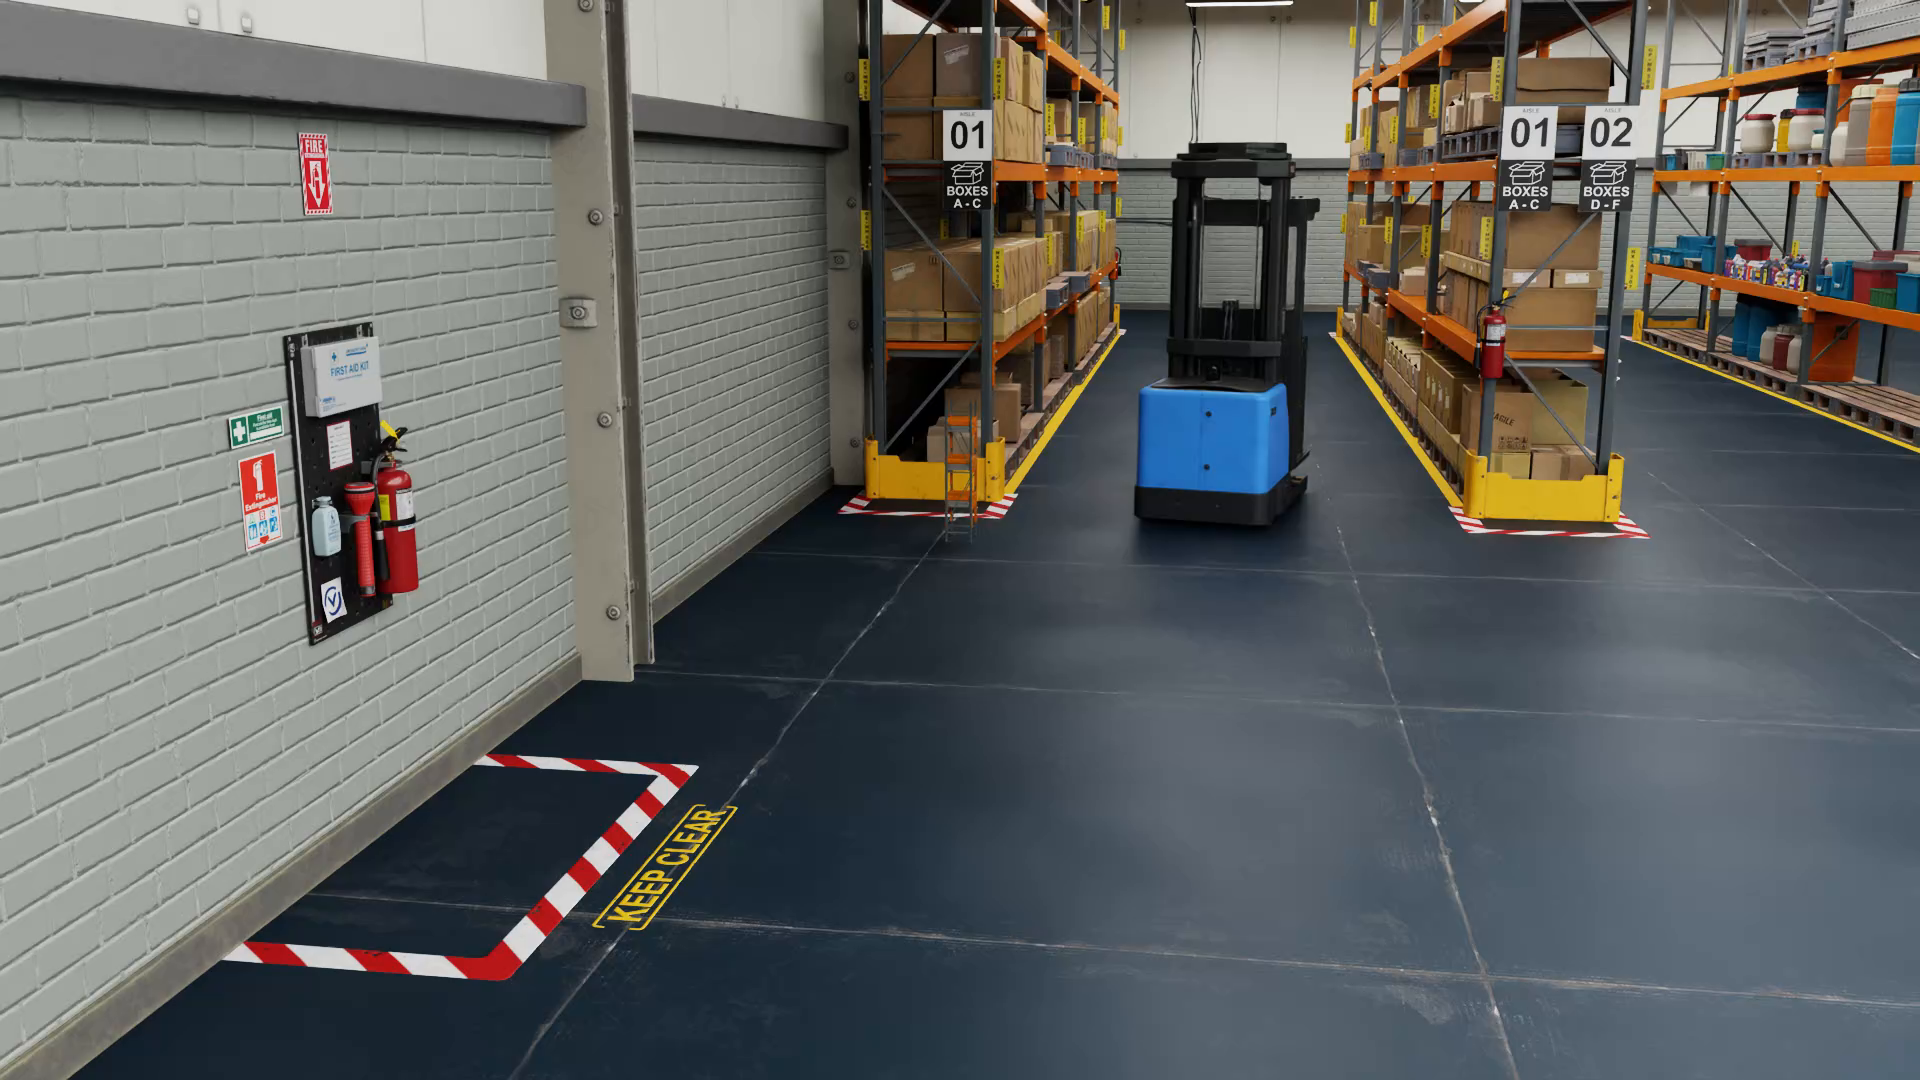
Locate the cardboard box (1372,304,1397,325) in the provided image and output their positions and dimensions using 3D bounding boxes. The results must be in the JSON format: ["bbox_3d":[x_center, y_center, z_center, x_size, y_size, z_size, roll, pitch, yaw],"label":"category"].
[{"bbox_3d":[5.970,-3.117,22.945,0.500,0.250,0.500,2,12,8],"label":"cardboard box"}]

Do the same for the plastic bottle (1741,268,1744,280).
[{"bbox_3d":[10.831,-3.680,22.922,0.097,0.201,0.097,0,12,0],"label":"plastic bottle"}]

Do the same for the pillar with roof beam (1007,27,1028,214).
[{"bbox_3d":[5.127,-7.289,24.957,9.100,9.000,0.400,2,12,9],"label":"pillar with roof beam"}]

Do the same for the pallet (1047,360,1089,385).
[{"bbox_3d":[1.201,-2.288,22.610,1.003,0.211,1.213,2,12,9],"label":"pallet"}]

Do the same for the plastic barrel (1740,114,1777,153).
[{"bbox_3d":[11.081,-5.638,23.095,0.433,0.535,0.433,0,12,0],"label":"plastic barrel"}]

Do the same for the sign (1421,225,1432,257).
[{"bbox_3d":[4.748,-3.040,16.920,0.100,0.325,0.005,2,12,9],"label":"sign"}]

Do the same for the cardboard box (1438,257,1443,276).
[{"bbox_3d":[5.578,-2.919,18.683,0.500,0.500,0.500,2,12,9],"label":"cardboard box"}]

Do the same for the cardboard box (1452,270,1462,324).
[{"bbox_3d":[5.149,-2.344,16.011,0.700,0.500,0.500,2,12,8],"label":"cardboard box"}]

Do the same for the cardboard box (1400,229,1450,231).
[{"bbox_3d":[6.215,-3.903,22.250,0.700,0.500,0.500,4,13,19],"label":"cardboard box"}]

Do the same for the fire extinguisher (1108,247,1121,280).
[{"bbox_3d":[2.715,-4.951,29.417,0.296,0.674,0.183,2,12,9],"label":"fire extinguisher"}]

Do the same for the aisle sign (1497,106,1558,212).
[{"bbox_3d":[4.370,-2.931,12.804,0.394,0.787,0.004,2,12,9],"label":"aisle sign"}]

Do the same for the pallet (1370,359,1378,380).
[{"bbox_3d":[6.243,-2.374,23.009,1.003,0.211,1.213,2,12,9],"label":"pallet"}]

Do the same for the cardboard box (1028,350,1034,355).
[{"bbox_3d":[0.517,-1.913,19.139,0.700,0.500,0.500,2,12,8],"label":"cardboard box"}]

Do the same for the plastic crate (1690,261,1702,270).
[{"bbox_3d":[11.316,-4.138,25.084,0.437,0.125,0.590,2,12,9],"label":"plastic crate"}]

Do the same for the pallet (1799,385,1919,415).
[{"bbox_3d":[10.637,-1.646,19.628,1.003,0.211,1.213,2,12,9],"label":"pallet"}]

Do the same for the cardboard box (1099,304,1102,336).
[{"bbox_3d":[1.917,-3.563,26.841,0.700,0.500,0.500,2,12,8],"label":"cardboard box"}]

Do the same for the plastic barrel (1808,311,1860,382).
[{"bbox_3d":[10.853,-2.415,20.736,0.600,0.830,0.708,2,12,9],"label":"plastic barrel"}]

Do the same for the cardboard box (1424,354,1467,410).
[{"bbox_3d":[4.835,-1.534,16.243,0.500,0.500,0.500,2,12,9],"label":"cardboard box"}]

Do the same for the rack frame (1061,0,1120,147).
[{"bbox_3d":[2.236,-8.088,28.661,1.000,3.000,0.127,2,12,9],"label":"rack frame"}]

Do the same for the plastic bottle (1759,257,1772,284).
[{"bbox_3d":[10.725,-3.579,22.095,0.144,0.351,0.185,2,12,9],"label":"plastic bottle"}]

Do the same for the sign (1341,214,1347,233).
[{"bbox_3d":[6.595,-5.436,28.543,0.100,0.325,0.005,2,12,9],"label":"sign"}]

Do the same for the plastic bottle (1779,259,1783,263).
[{"bbox_3d":[11.668,-3.848,23.524,0.152,0.276,0.135,2,12,9],"label":"plastic bottle"}]

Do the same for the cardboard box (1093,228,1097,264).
[{"bbox_3d":[1.730,-4.316,24.408,0.500,0.500,0.500,2,12,9],"label":"cardboard box"}]

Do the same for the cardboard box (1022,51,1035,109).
[{"bbox_3d":[0.437,-4.334,15.707,0.500,0.500,0.500,1,12,7],"label":"cardboard box"}]

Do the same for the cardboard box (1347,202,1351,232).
[{"bbox_3d":[6.802,-5.449,28.047,0.500,0.500,0.500,2,12,10],"label":"cardboard box"}]

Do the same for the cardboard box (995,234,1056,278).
[{"bbox_3d":[0.773,-3.395,19.847,0.700,0.500,0.500,2,12,9],"label":"cardboard box"}]

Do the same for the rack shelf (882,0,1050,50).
[{"bbox_3d":[0.082,-4.820,15.215,1.077,0.370,4.000,2,12,9],"label":"rack shelf"}]

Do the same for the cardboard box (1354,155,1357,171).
[{"bbox_3d":[6.636,-6.082,26.830,0.500,0.250,0.500,2,12,9],"label":"cardboard box"}]

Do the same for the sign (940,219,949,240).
[{"bbox_3d":[-0.159,-3.240,17.660,0.100,0.325,0.005,2,12,9],"label":"sign"}]

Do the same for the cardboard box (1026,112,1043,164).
[{"bbox_3d":[0.556,-4.068,16.846,0.500,0.500,0.500,2,12,10],"label":"cardboard box"}]

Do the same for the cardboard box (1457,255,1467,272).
[{"bbox_3d":[4.897,-2.601,15.665,0.380,0.149,0.250,1,12,7],"label":"cardboard box"}]

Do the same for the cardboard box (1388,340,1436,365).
[{"bbox_3d":[5.457,-2.256,20.041,0.500,0.311,0.500,2,12,7],"label":"cardboard box"}]

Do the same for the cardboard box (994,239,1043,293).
[{"bbox_3d":[0.552,-2.748,16.651,0.500,0.500,0.500,2,12,8],"label":"cardboard box"}]

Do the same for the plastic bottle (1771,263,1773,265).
[{"bbox_3d":[10.720,-3.512,21.946,0.061,0.283,0.133,2,12,9],"label":"plastic bottle"}]

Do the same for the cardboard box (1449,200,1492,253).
[{"bbox_3d":[5.223,-3.088,16.384,0.700,0.500,0.500,2,12,9],"label":"cardboard box"}]

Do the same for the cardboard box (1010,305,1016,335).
[{"bbox_3d":[0.229,-1.961,14.780,0.500,0.250,0.500,1,12,7],"label":"cardboard box"}]

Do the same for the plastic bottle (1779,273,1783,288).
[{"bbox_3d":[10.581,-3.342,21.354,0.097,0.201,0.097,0,12,0],"label":"plastic bottle"}]

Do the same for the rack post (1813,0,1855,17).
[{"bbox_3d":[10.817,-6.519,20.157,0.624,0.289,0.986,2,12,9],"label":"rack post"}]

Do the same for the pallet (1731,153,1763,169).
[{"bbox_3d":[11.385,-5.209,22.872,1.213,0.211,1.003,2,12,9],"label":"pallet"}]

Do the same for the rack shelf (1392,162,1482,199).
[{"bbox_3d":[5.593,-4.028,18.653,1.077,0.370,4.000,2,12,9],"label":"rack shelf"}]

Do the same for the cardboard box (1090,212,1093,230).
[{"bbox_3d":[1.635,-4.575,23.832,0.500,0.250,0.500,2,12,10],"label":"cardboard box"}]

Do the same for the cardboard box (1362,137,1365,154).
[{"bbox_3d":[6.402,-6.014,25.329,0.500,0.250,0.500,2,12,9],"label":"cardboard box"}]

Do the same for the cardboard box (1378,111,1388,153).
[{"bbox_3d":[6.365,-5.830,23.832,0.600,0.600,0.600,1,12,3],"label":"cardboard box"}]

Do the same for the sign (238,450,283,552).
[{"bbox_3d":[-2.500,-0.142,5.946,0.001,0.329,0.234,2,12,9],"label":"sign"}]

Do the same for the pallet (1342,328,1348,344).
[{"bbox_3d":[6.997,-3.450,28.002,1.003,0.211,1.213,2,12,9],"label":"pallet"}]

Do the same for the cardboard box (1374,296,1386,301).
[{"bbox_3d":[7.291,-3.867,28.207,0.500,0.500,0.500,2,12,9],"label":"cardboard box"}]

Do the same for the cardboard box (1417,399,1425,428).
[{"bbox_3d":[4.914,-1.272,16.804,0.500,0.250,0.500,2,12,9],"label":"cardboard box"}]

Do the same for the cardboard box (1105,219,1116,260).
[{"bbox_3d":[2.167,-5.195,28.768,0.980,0.700,0.700,2,12,11],"label":"cardboard box"}]

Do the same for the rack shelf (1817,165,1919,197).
[{"bbox_3d":[10.487,-3.867,17.904,1.077,0.370,4.000,2,12,9],"label":"rack shelf"}]

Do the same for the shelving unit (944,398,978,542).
[{"bbox_3d":[0.008,-0.524,12.434,0.215,1.050,0.252,2,12,9],"label":"shelving unit"}]

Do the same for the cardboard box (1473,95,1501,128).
[{"bbox_3d":[4.587,-3.580,13.890,0.500,0.250,0.500,2,12,9],"label":"cardboard box"}]

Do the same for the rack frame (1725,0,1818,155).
[{"bbox_3d":[11.410,-6.934,23.308,1.000,3.000,0.127,2,12,9],"label":"rack frame"}]

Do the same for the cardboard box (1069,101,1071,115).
[{"bbox_3d":[1.355,-6.240,24.148,0.500,0.250,0.500,3,12,13],"label":"cardboard box"}]

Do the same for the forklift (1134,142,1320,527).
[{"bbox_3d":[2.353,-1.805,13.910,1.130,2.935,3.031,4,13,20],"label":"forklift"}]

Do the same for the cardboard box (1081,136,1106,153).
[{"bbox_3d":[1.987,-6.105,25.703,0.500,0.250,0.500,2,12,8],"label":"cardboard box"}]

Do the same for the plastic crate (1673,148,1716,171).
[{"bbox_3d":[11.518,-5.961,26.060,0.504,0.338,0.767,2,12,9],"label":"plastic crate"}]
